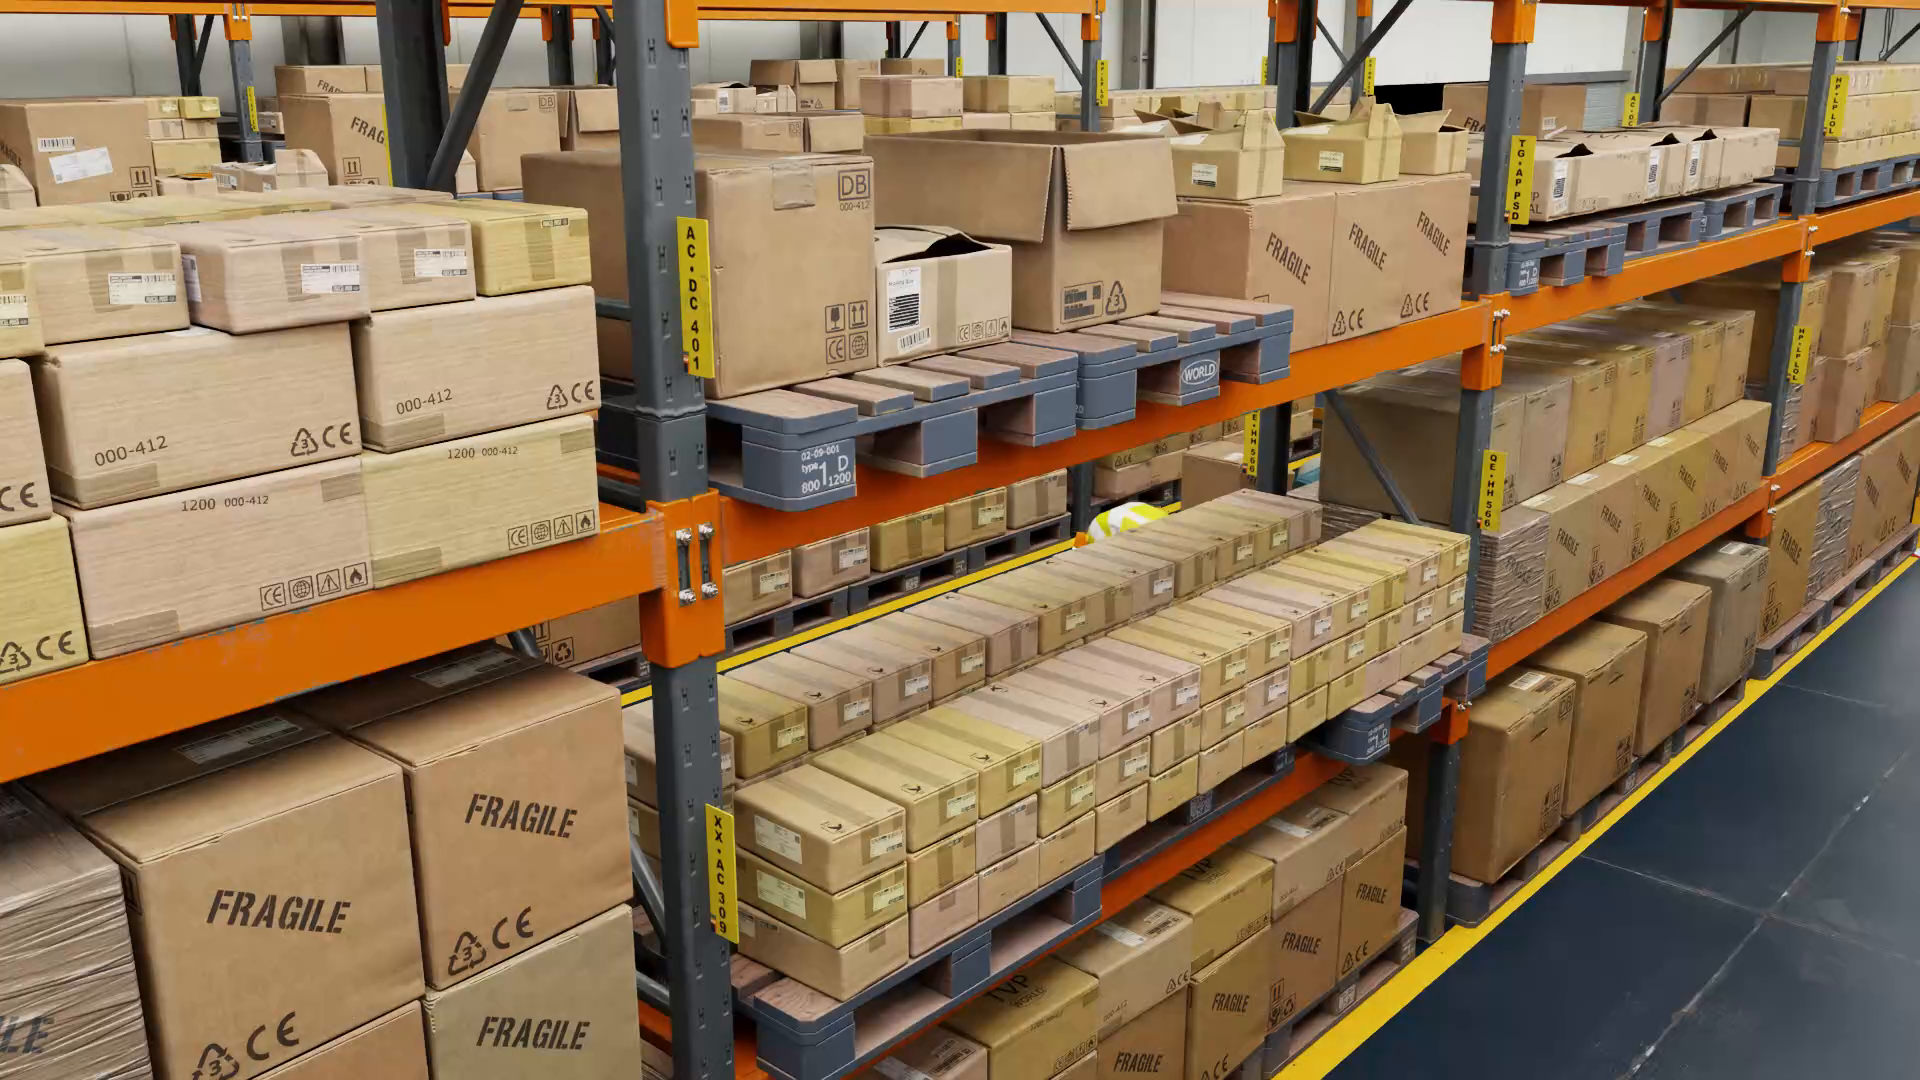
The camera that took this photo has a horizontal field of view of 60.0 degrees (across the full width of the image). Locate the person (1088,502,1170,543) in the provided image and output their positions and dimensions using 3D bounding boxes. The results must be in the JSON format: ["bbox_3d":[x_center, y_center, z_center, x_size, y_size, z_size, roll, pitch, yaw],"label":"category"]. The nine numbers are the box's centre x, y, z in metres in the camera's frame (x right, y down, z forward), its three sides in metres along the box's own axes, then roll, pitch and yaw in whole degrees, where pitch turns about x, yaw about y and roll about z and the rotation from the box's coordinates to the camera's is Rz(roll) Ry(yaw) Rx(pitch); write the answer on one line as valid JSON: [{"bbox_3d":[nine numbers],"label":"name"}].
[{"bbox_3d":[1.261,0.290,10.371,0.975,0.992,0.494,13,21,37],"label":"person"}]
